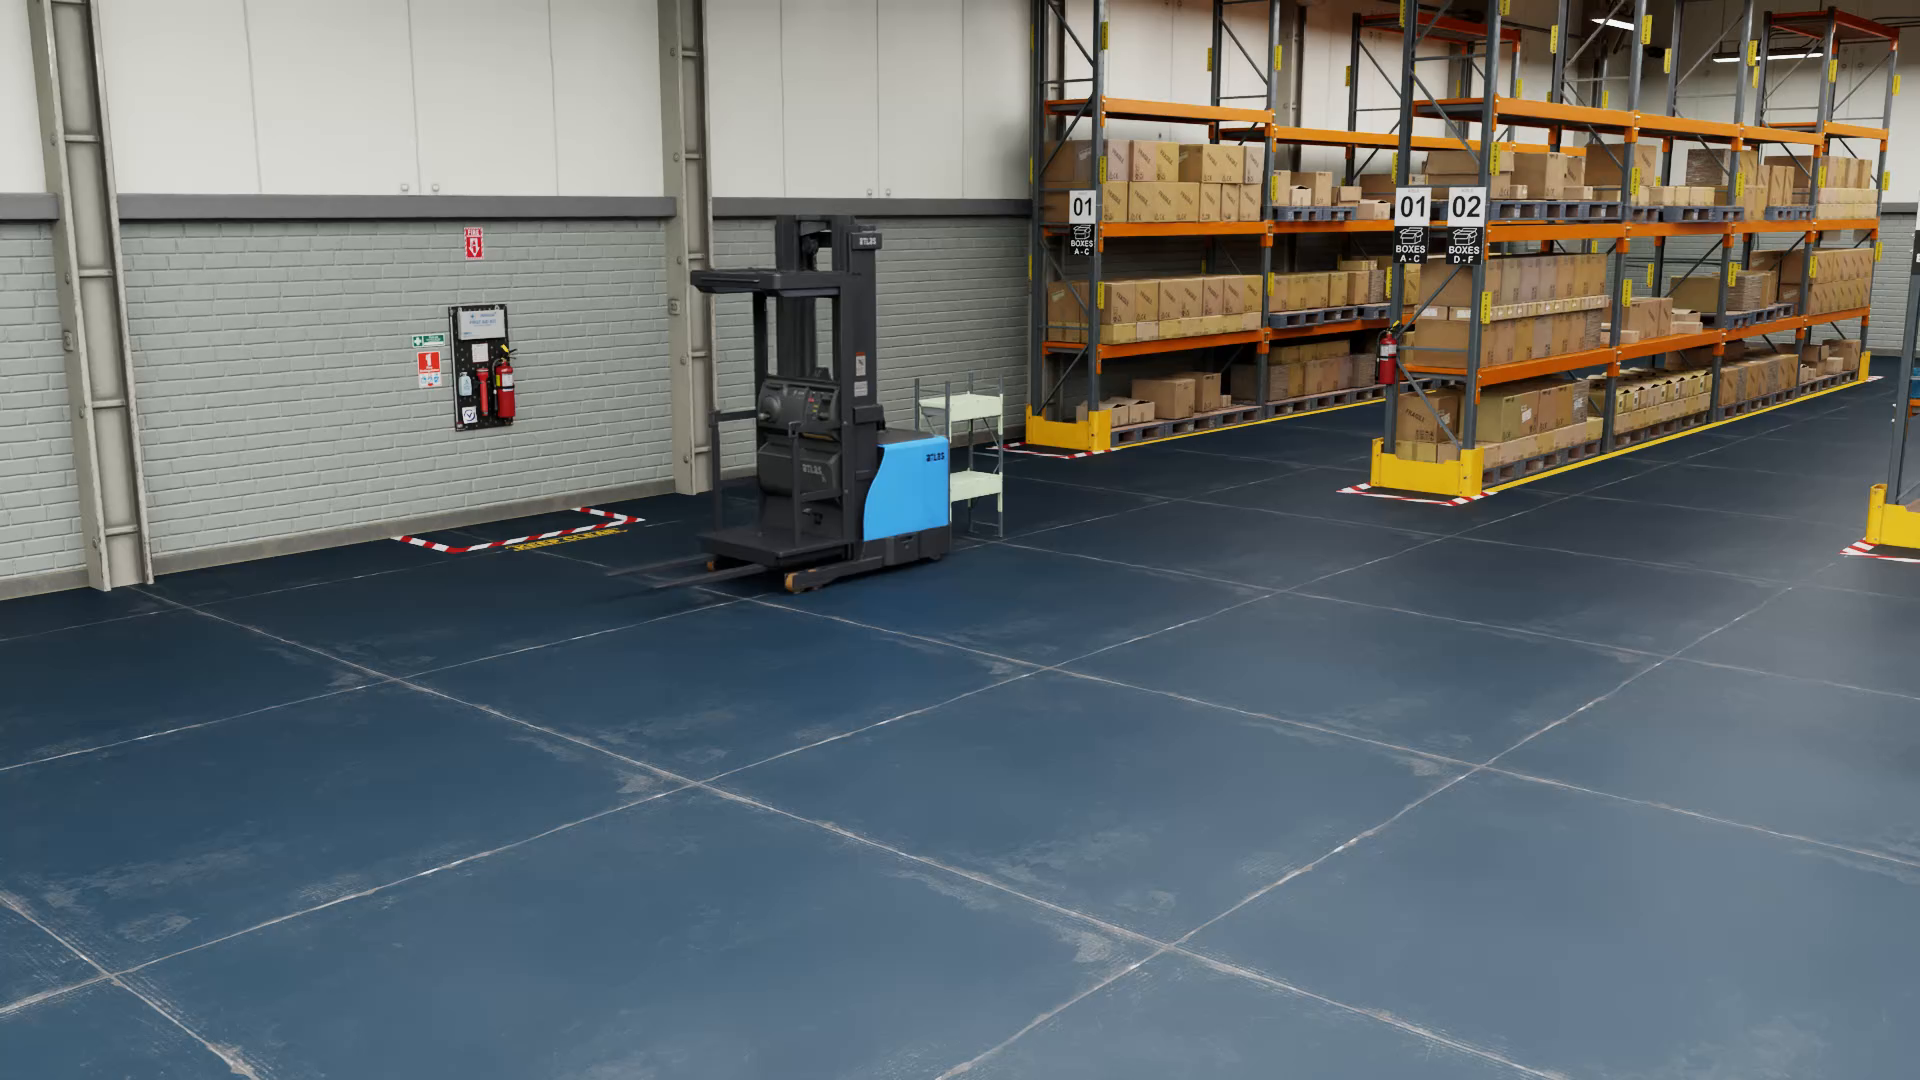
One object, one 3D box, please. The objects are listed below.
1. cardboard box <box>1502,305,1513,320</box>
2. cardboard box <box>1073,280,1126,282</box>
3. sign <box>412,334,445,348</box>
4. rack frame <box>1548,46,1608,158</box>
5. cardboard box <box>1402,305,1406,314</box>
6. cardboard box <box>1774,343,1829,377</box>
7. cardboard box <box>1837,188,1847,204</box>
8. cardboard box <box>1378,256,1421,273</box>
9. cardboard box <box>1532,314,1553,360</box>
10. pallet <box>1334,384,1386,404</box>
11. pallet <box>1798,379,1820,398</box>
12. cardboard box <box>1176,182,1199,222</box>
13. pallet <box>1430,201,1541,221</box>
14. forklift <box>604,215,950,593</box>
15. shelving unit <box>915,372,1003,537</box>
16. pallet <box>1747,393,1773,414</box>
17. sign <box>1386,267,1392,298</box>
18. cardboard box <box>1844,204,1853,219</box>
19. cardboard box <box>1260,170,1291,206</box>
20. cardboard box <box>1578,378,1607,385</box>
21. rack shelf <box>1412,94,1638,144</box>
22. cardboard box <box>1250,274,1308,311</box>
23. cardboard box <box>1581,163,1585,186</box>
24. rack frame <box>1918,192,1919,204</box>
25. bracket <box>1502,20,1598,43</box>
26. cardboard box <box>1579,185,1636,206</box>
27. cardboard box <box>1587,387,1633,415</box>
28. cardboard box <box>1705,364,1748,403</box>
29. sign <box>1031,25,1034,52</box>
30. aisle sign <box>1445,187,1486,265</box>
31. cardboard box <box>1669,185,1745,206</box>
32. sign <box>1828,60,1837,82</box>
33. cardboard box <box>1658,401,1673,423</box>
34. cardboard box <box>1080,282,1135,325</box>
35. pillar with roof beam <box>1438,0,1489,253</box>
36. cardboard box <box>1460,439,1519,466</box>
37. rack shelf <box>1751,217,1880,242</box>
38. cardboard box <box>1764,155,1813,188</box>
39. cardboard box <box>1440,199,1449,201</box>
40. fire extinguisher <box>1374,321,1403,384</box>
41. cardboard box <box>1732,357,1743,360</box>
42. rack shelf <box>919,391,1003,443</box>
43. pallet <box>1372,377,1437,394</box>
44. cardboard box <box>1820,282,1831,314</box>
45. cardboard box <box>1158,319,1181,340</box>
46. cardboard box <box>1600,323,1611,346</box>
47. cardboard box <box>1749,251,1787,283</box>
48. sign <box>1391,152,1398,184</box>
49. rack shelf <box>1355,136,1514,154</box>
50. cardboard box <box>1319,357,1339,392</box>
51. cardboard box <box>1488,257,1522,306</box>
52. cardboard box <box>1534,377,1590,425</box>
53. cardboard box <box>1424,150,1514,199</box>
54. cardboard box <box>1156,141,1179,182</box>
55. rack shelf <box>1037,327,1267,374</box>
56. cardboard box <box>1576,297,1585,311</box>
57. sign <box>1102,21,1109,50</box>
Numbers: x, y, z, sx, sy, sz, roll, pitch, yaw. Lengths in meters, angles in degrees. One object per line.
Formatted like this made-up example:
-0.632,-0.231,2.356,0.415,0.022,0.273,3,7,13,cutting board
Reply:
5.807,-2.496,18.176,0.380,0.149,0.250,10,15,41,cardboard box
1.815,-3.137,21.713,0.500,0.500,0.500,10,15,41,cardboard box
-4.917,-1.845,15.386,0.001,0.109,0.331,10,15,40,sign
11.886,-7.959,32.123,1.000,3.000,0.127,10,15,40,rack frame
6.996,-3.745,26.933,0.380,0.149,0.250,9,15,40,cardboard box
14.205,-3.057,28.149,0.797,0.503,0.637,10,15,40,cardboard box
14.144,-5.616,27.159,0.500,0.250,0.500,10,15,40,cardboard box
7.118,-4.450,26.892,0.500,0.250,0.500,10,15,42,cardboard box
6.385,-2.367,19.188,0.700,0.500,0.500,10,15,42,cardboard box
6.088,-2.358,26.516,1.003,0.211,1.213,10,15,40,pallet
13.423,-2.522,27.338,1.003,0.211,1.213,10,15,40,pallet
2.792,-4.443,21.869,0.500,0.500,0.500,11,16,44,cardboard box
5.534,-3.551,17.939,1.003,0.211,1.213,10,15,40,pallet
-1.463,-1.127,13.411,1.130,2.935,3.031,11,15,42,forklift
-0.004,-0.734,15.098,0.431,1.500,0.755,10,15,40,shelving unit
11.655,-2.116,25.307,1.003,0.211,1.213,10,15,40,pallet
4.649,-2.779,17.945,0.100,0.325,0.005,10,15,40,sign
14.468,-5.446,27.582,0.500,0.250,0.500,10,15,40,cardboard box
4.386,-5.047,23.877,0.500,0.500,0.500,-9,15,-39,cardboard box
8.410,-1.991,22.077,0.500,0.311,0.500,10,15,40,cardboard box
6.368,-4.710,18.716,1.077,0.370,4.000,10,15,40,rack shelf
4.701,-3.668,24.578,0.500,0.500,0.700,-10,15,-42,cardboard box
11.608,-6.894,31.591,0.500,0.500,0.500,10,15,40,cardboard box
8.766,-4.324,13.924,1.000,3.000,0.127,10,15,40,rack frame
11.299,-9.745,31.873,0.076,0.066,4.783,10,15,40,bracket
8.102,-4.304,20.794,0.500,0.250,0.500,-10,15,-42,cardboard box
8.148,-1.773,20.983,0.500,0.311,0.500,10,15,41,cardboard box
11.185,-2.298,24.355,0.500,0.500,0.500,9,14,38,cardboard box
0.921,-6.215,20.604,0.100,0.325,0.005,10,15,40,sign
5.235,-3.249,17.219,0.394,0.787,0.004,10,15,40,aisle sign
10.591,-4.789,23.653,0.910,0.500,0.500,10,15,40,cardboard box
13.390,-7.195,25.510,0.100,0.325,0.005,10,15,40,sign
9.155,-1.723,22.165,0.500,0.250,0.500,10,15,41,cardboard box
1.865,-2.998,21.021,0.500,0.500,0.500,10,15,40,cardboard box
12.292,-7.029,27.465,9.100,9.000,0.548,10,15,40,pillar with roof beam
5.896,-1.005,18.570,0.500,0.250,0.500,10,15,40,cardboard box
14.289,-5.201,27.810,1.077,0.370,4.000,10,15,40,rack shelf
13.261,-5.875,26.541,0.700,0.500,0.500,10,15,40,cardboard box
7.884,-5.893,28.061,0.700,0.500,0.500,10,15,40,cardboard box
4.621,-2.028,17.942,0.296,0.674,0.183,10,15,40,fire extinguisher
11.787,-2.586,25.800,0.500,0.500,0.500,10,15,41,cardboard box
-0.004,-1.117,15.022,0.431,0.370,0.720,10,15,40,rack shelf
7.182,-2.579,27.622,1.003,0.211,1.213,10,15,40,pallet
13.846,-3.953,27.128,0.500,0.500,0.500,10,15,41,cardboard box
2.558,-2.782,21.854,0.500,0.250,0.500,9,15,39,cardboard box
7.980,-2.616,21.073,0.500,0.250,0.500,11,16,44,cardboard box
13.108,-4.436,26.992,0.500,0.500,0.500,10,15,41,cardboard box
4.649,-3.962,17.709,0.100,0.325,0.005,10,15,40,sign
7.925,-6.527,27.813,1.077,0.370,4.000,10,15,40,rack shelf
5.435,-2.580,25.766,0.700,0.500,0.500,10,15,40,cardboard box
5.744,-2.861,18.349,0.700,0.500,0.500,9,15,39,cardboard box
7.207,-1.668,19.978,0.500,0.500,0.500,10,15,40,cardboard box
5.430,-3.903,17.782,0.637,0.503,0.797,-11,16,-44,cardboard box
2.460,-4.852,21.369,0.500,0.500,0.500,10,15,42,cardboard box
2.644,-2.604,22.468,1.077,0.370,4.000,10,15,40,rack shelf
7.161,-2.797,19.685,0.380,0.149,0.250,10,15,40,cardboard box
1.732,-6.032,19.886,0.100,0.325,0.005,10,15,40,sign
